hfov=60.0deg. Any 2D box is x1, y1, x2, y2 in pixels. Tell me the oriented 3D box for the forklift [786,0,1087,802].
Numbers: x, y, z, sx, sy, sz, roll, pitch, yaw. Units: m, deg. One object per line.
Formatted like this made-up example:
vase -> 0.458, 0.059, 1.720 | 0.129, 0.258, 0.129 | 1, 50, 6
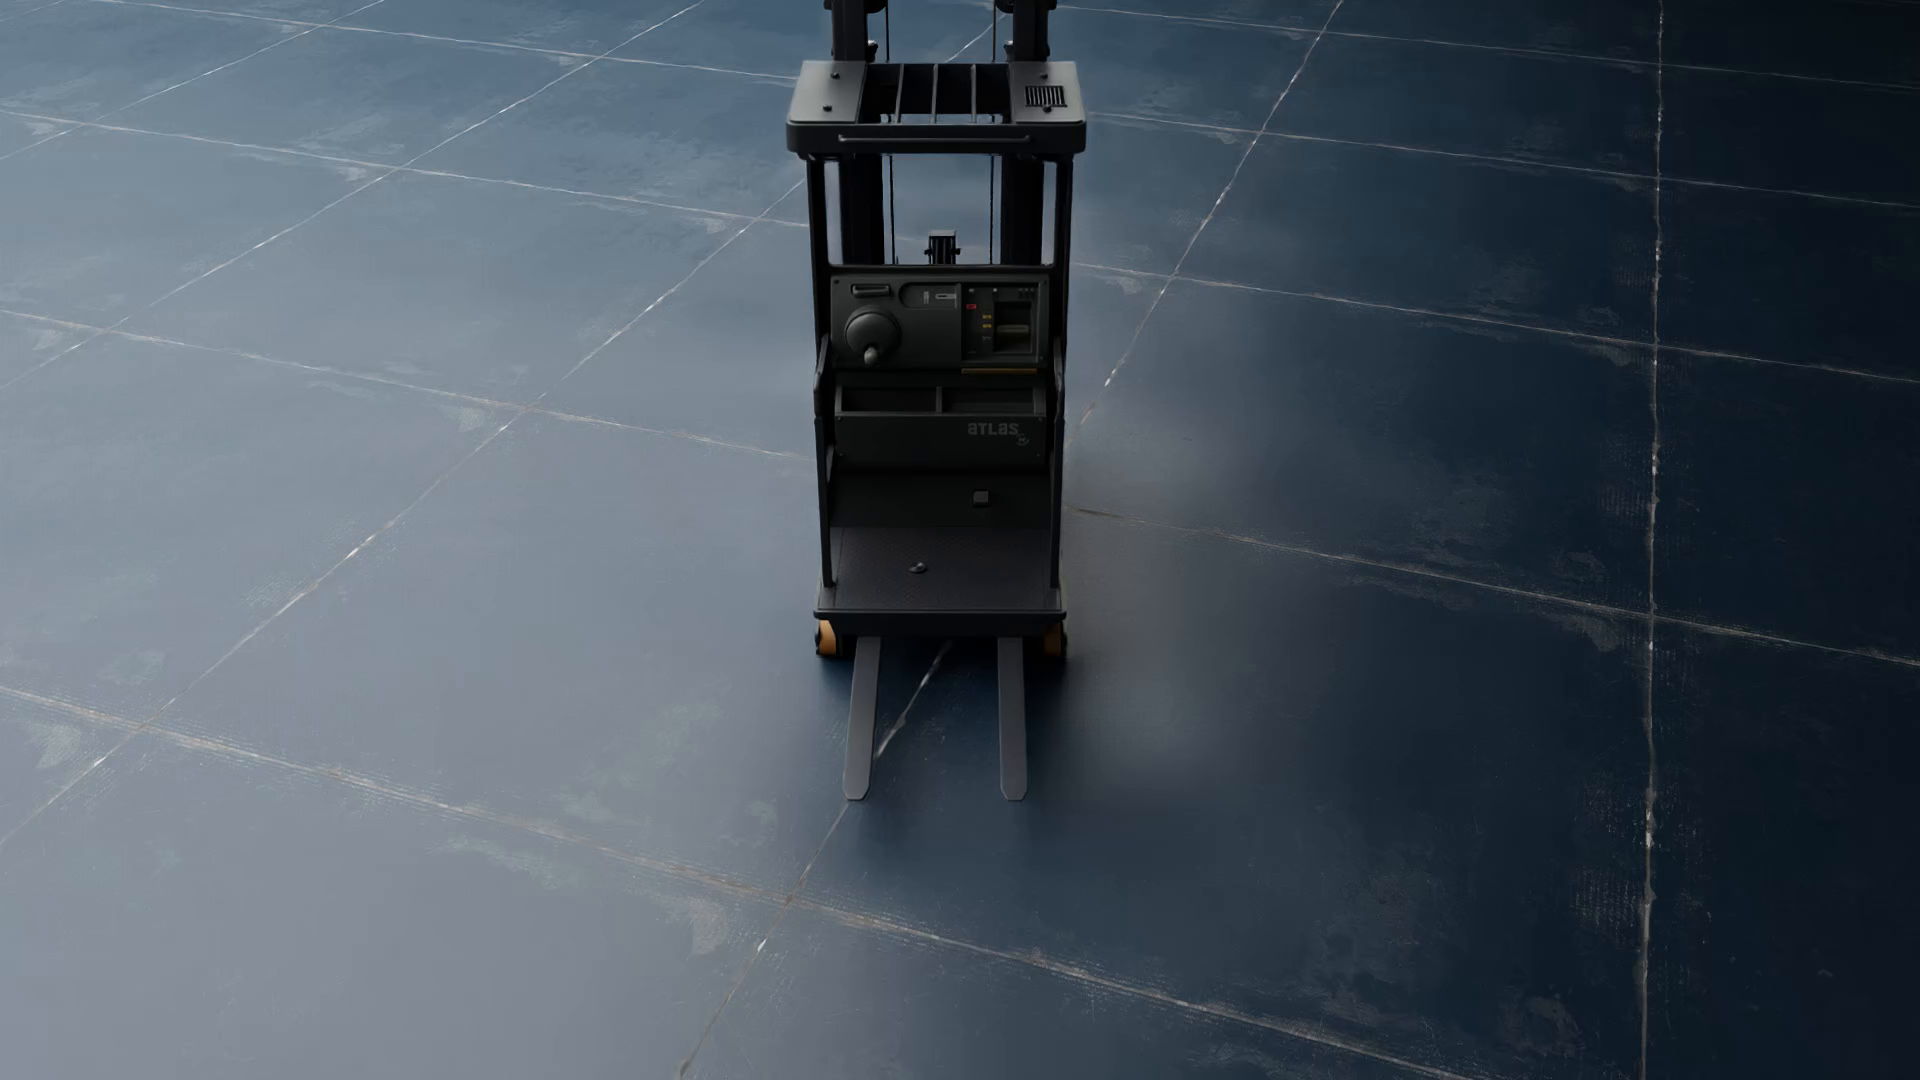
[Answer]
forklift -> -0.083, -0.878, 6.907 | 1.130, 2.935, 3.031 | 0, 33, 0
